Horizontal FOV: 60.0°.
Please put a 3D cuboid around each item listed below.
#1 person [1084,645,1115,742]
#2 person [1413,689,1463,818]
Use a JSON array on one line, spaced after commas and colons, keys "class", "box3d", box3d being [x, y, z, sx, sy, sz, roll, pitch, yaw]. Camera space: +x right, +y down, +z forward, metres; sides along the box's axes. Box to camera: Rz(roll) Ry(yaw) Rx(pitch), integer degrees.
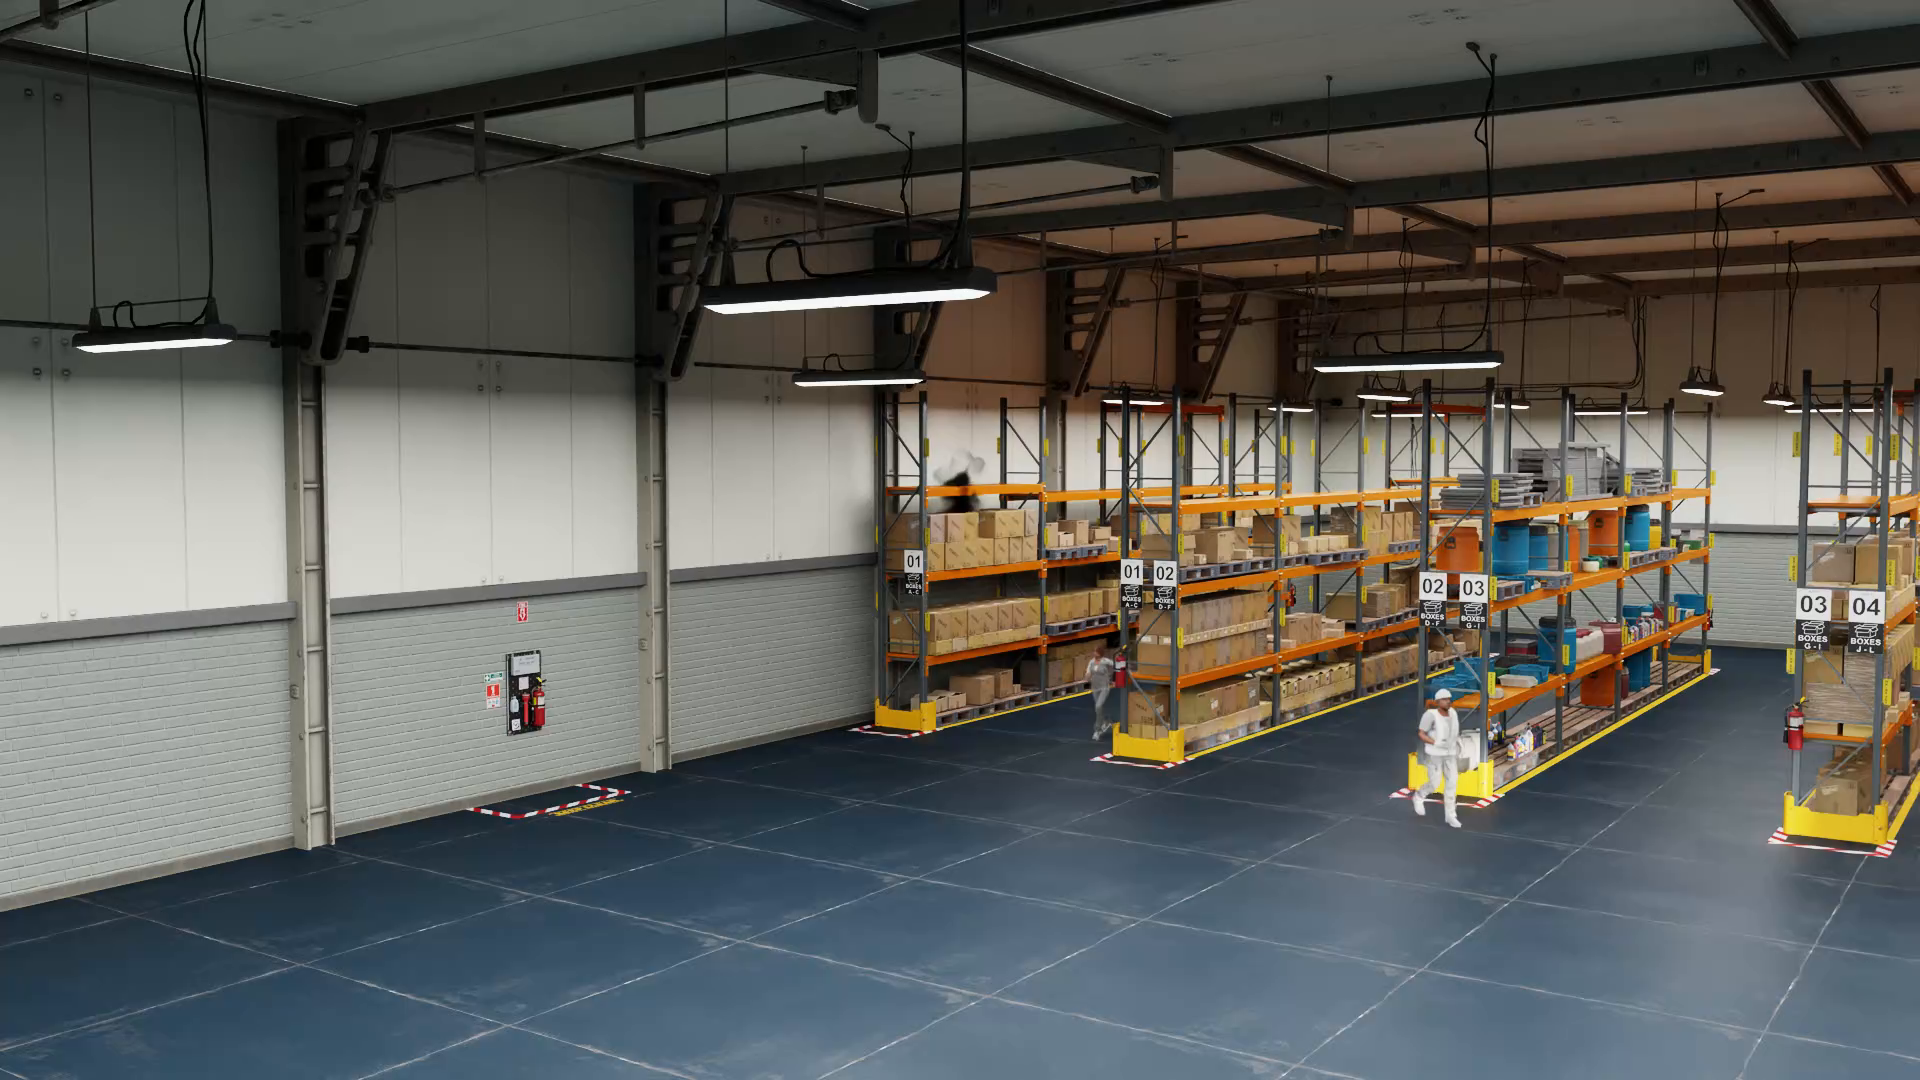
[{"class": "person", "box3d": [2.448, 2.622, 28.631, 0.547, 1.618, 0.845, 2, 4, 37]}, {"class": "person", "box3d": [6.406, 2.838, 22.229, 0.708, 1.717, 0.738, -1, 3, -22]}]
